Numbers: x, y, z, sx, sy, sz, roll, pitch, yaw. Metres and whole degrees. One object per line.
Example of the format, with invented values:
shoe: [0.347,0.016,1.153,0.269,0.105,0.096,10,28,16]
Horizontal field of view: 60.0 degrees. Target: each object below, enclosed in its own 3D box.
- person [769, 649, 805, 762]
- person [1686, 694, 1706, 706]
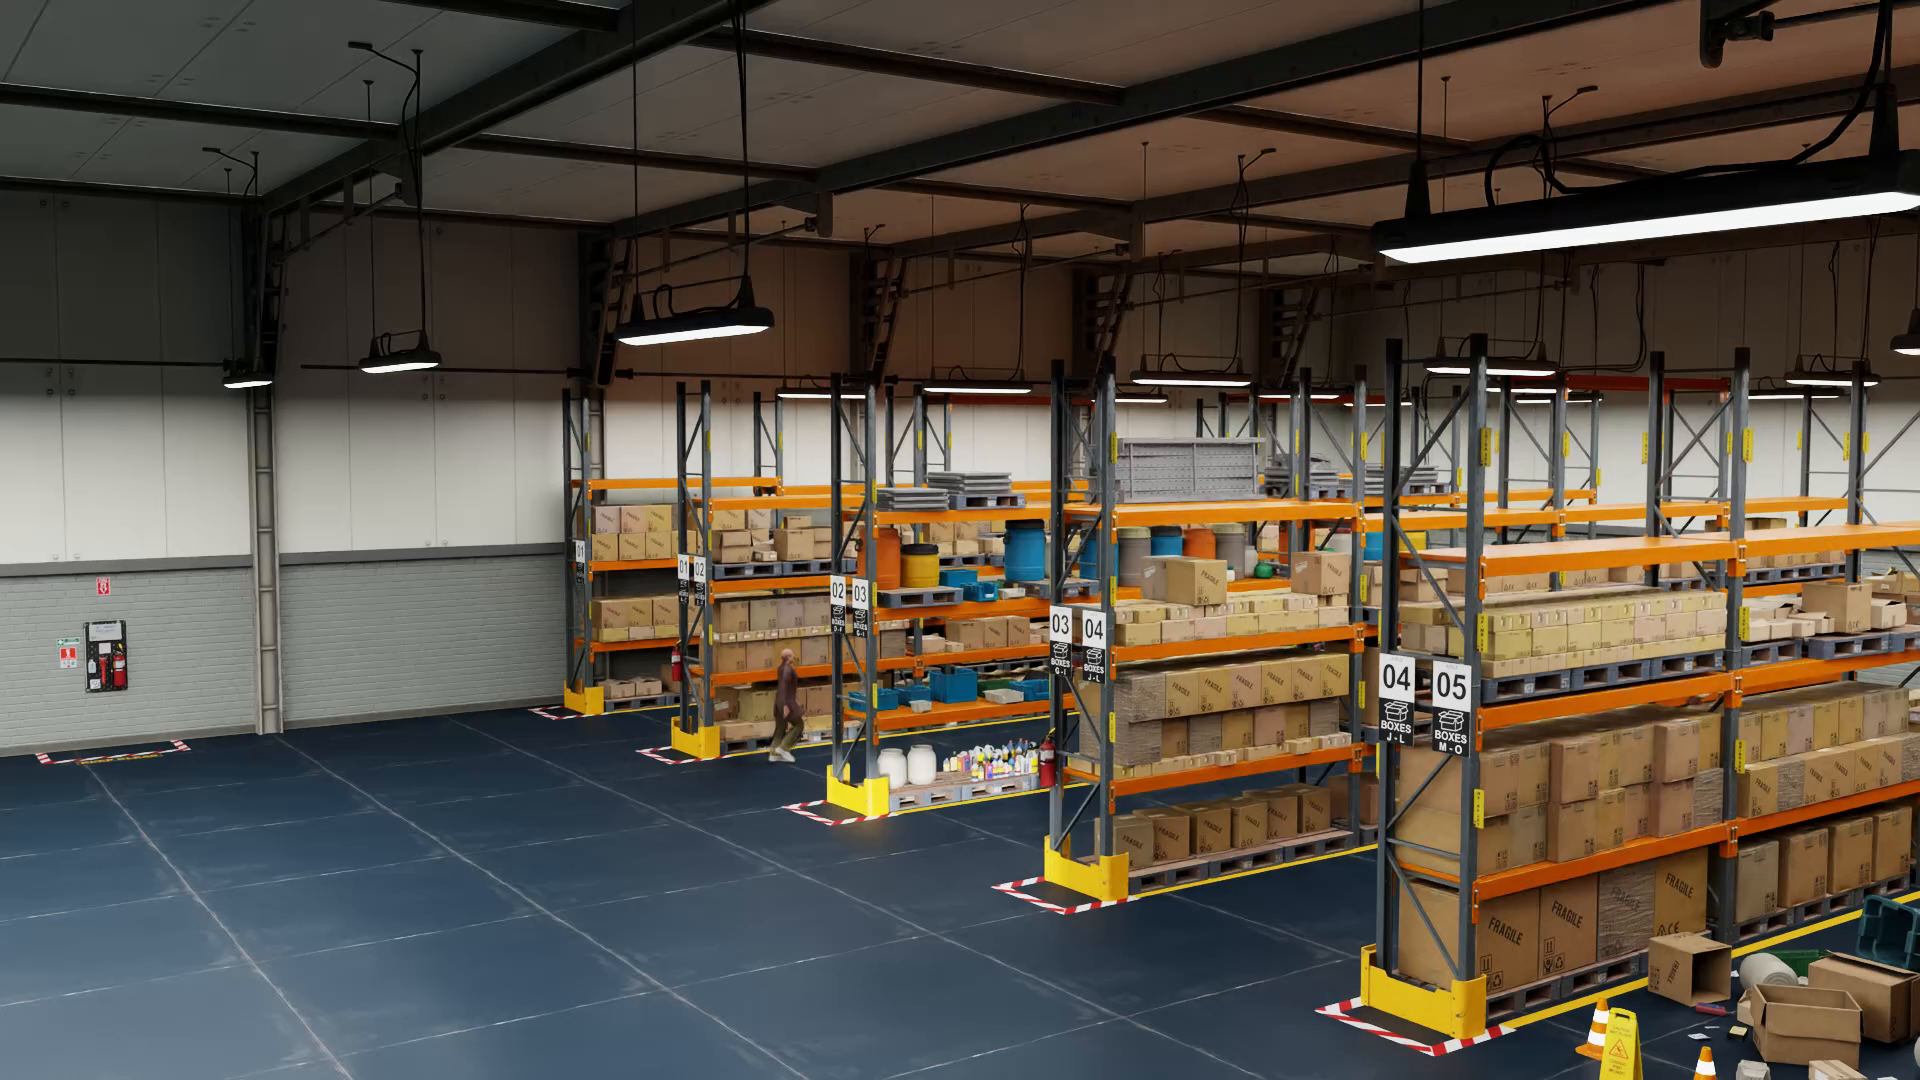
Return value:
person: [-2.741,2.587,26.122,0.551,1.764,0.610,-1,4,-21]
person: [10.008,2.842,22.624,1.081,1.711,0.544,-3,5,-37]
